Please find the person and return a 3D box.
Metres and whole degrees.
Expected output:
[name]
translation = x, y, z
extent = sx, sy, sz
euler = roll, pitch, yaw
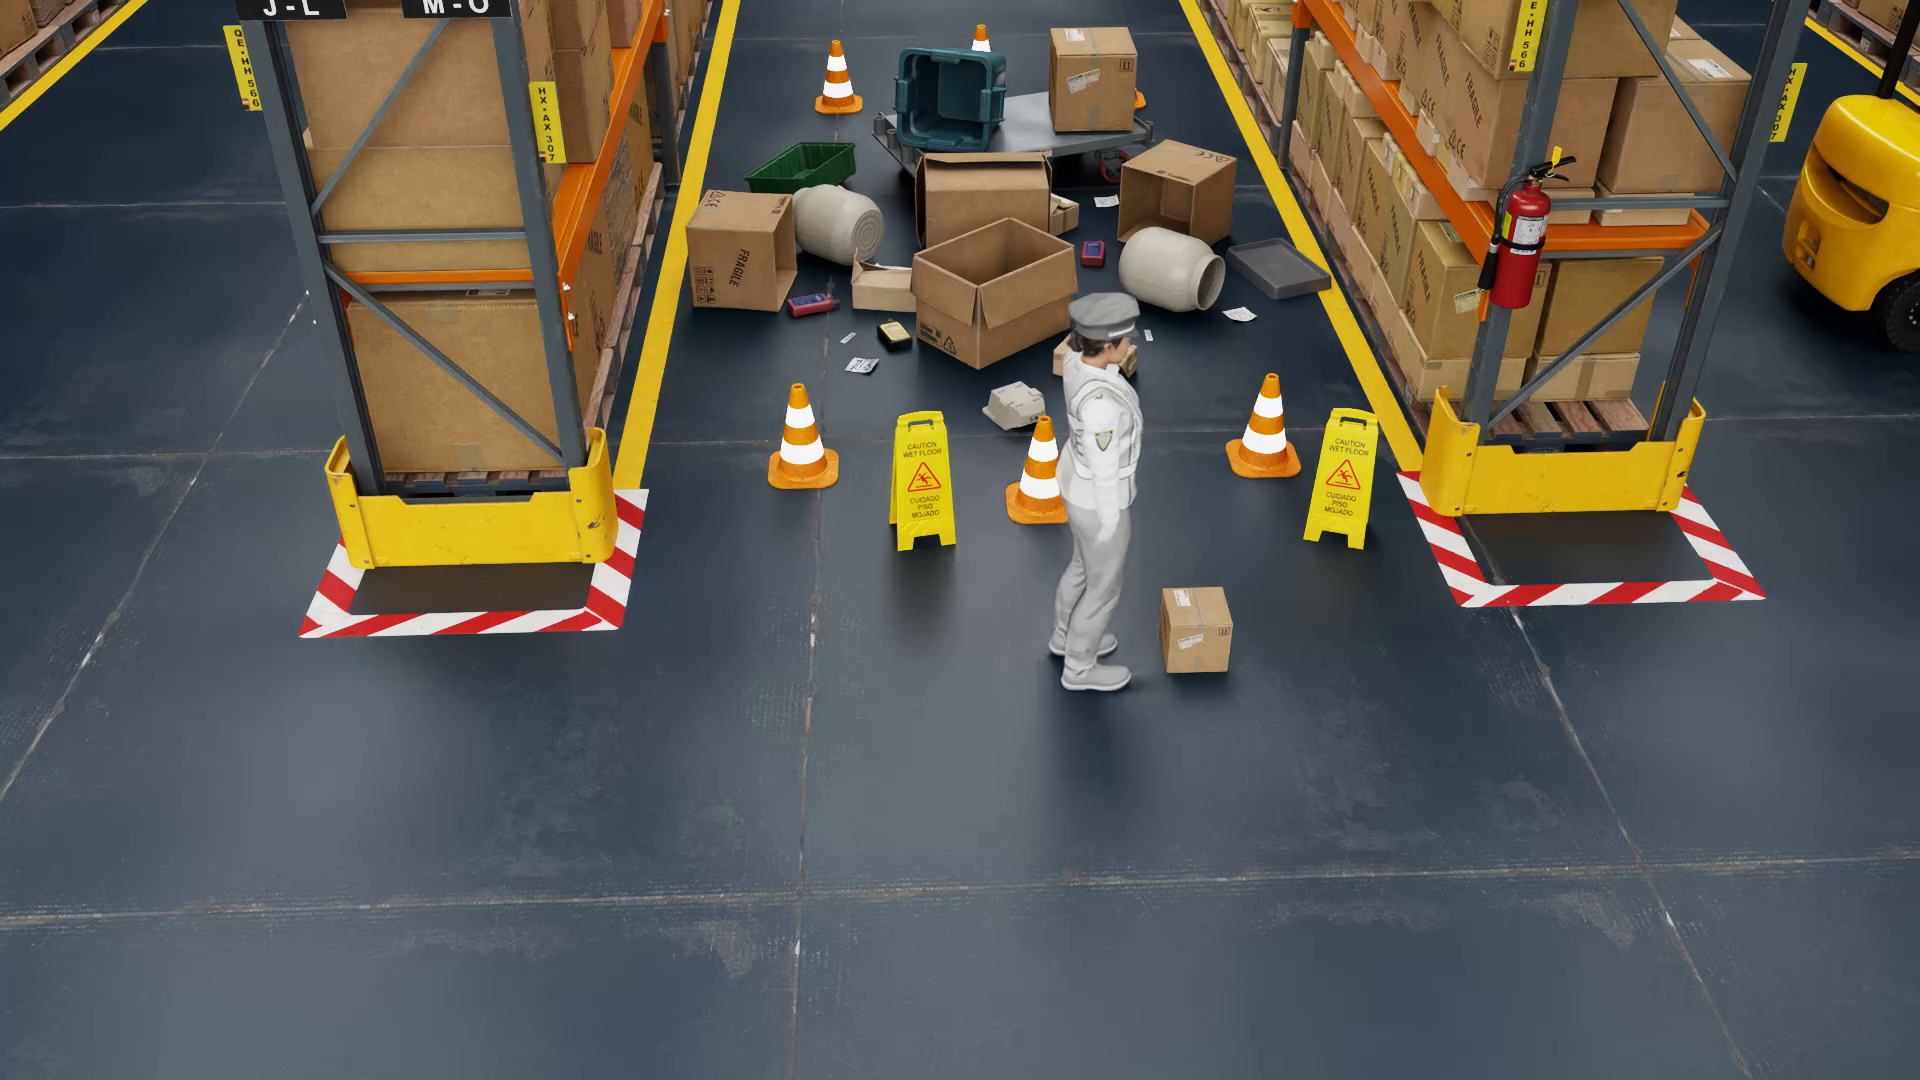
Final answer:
[person]
translation = 0.532, -0.173, 6.393
extent = 0.328, 1.662, 0.469
euler = -5, 36, -6
